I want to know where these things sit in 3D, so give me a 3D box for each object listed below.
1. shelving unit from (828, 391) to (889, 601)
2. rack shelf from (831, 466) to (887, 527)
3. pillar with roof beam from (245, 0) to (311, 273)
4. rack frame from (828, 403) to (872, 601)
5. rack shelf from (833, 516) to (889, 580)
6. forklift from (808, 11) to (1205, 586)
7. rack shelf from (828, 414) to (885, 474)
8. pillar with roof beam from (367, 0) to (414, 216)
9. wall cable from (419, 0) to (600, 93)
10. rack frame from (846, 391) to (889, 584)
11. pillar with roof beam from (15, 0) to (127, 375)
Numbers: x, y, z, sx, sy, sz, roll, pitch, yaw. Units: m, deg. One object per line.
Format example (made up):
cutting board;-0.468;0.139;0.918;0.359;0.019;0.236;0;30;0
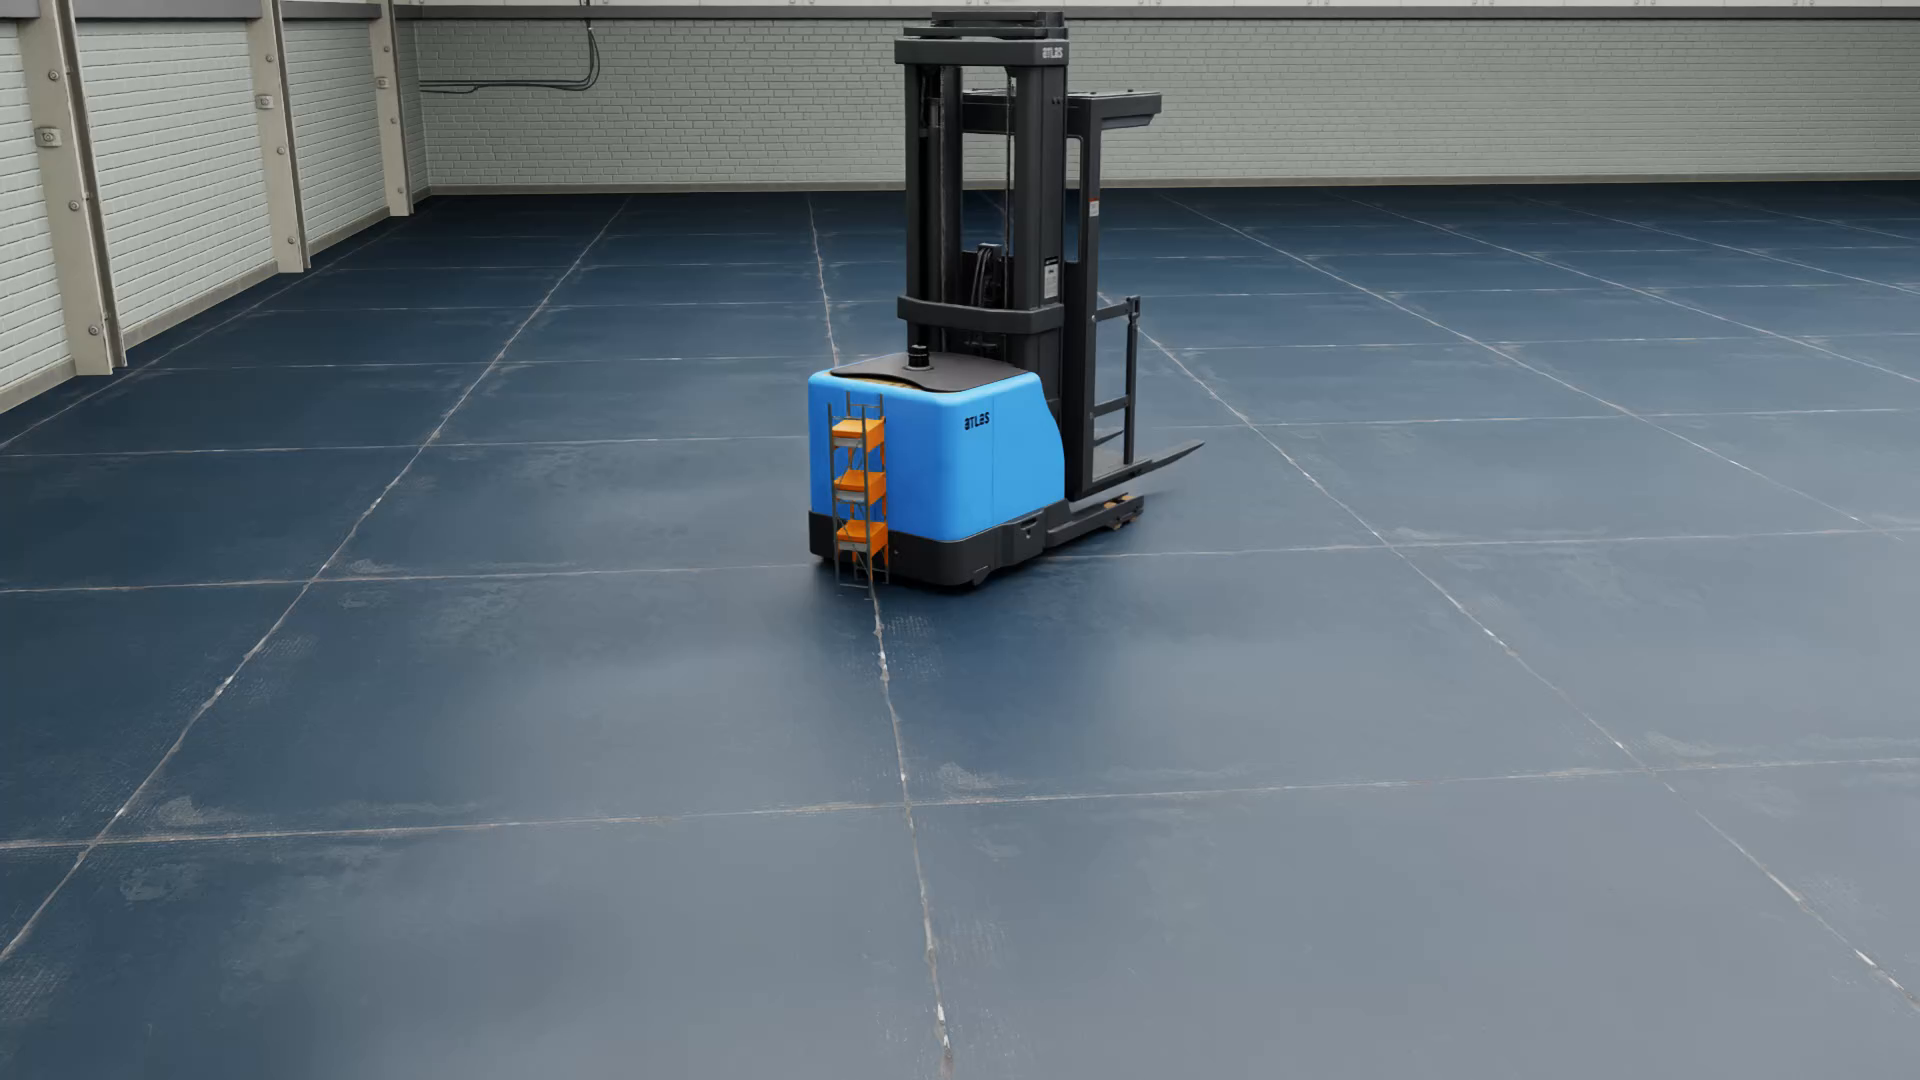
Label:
shelving unit;-0.522;-0.227;8.627;0.215;1.050;0.252;6;21;18
rack shelf;-0.522;-0.217;8.631;0.215;0.259;0.240;6;21;18
pillar with roof beam;-3.748;-7.677;19.106;9.100;9.000;0.400;-2;18;-6
rack frame;-0.562;-0.187;8.519;0.200;1.050;0.008;6;21;18
rack shelf;-0.518;0.044;8.727;0.215;0.259;0.240;6;21;18
forklift;0.451;-1.535;9.674;1.130;2.935;3.031;13;21;35
rack shelf;-0.527;-0.483;8.533;0.215;0.259;0.240;6;21;18
pillar with roof beam;-4.367;-9.464;24.800;9.100;9.000;0.400;-2;18;-6
wall cable;-7.638;-8.768;27.767;3.097;2.526;0.112;-2;18;-6
rack frame;-0.483;-0.267;8.736;0.200;1.050;0.008;6;21;18
pillar with roof beam;-3.129;-5.889;13.412;9.100;9.000;0.400;-2;18;-6
